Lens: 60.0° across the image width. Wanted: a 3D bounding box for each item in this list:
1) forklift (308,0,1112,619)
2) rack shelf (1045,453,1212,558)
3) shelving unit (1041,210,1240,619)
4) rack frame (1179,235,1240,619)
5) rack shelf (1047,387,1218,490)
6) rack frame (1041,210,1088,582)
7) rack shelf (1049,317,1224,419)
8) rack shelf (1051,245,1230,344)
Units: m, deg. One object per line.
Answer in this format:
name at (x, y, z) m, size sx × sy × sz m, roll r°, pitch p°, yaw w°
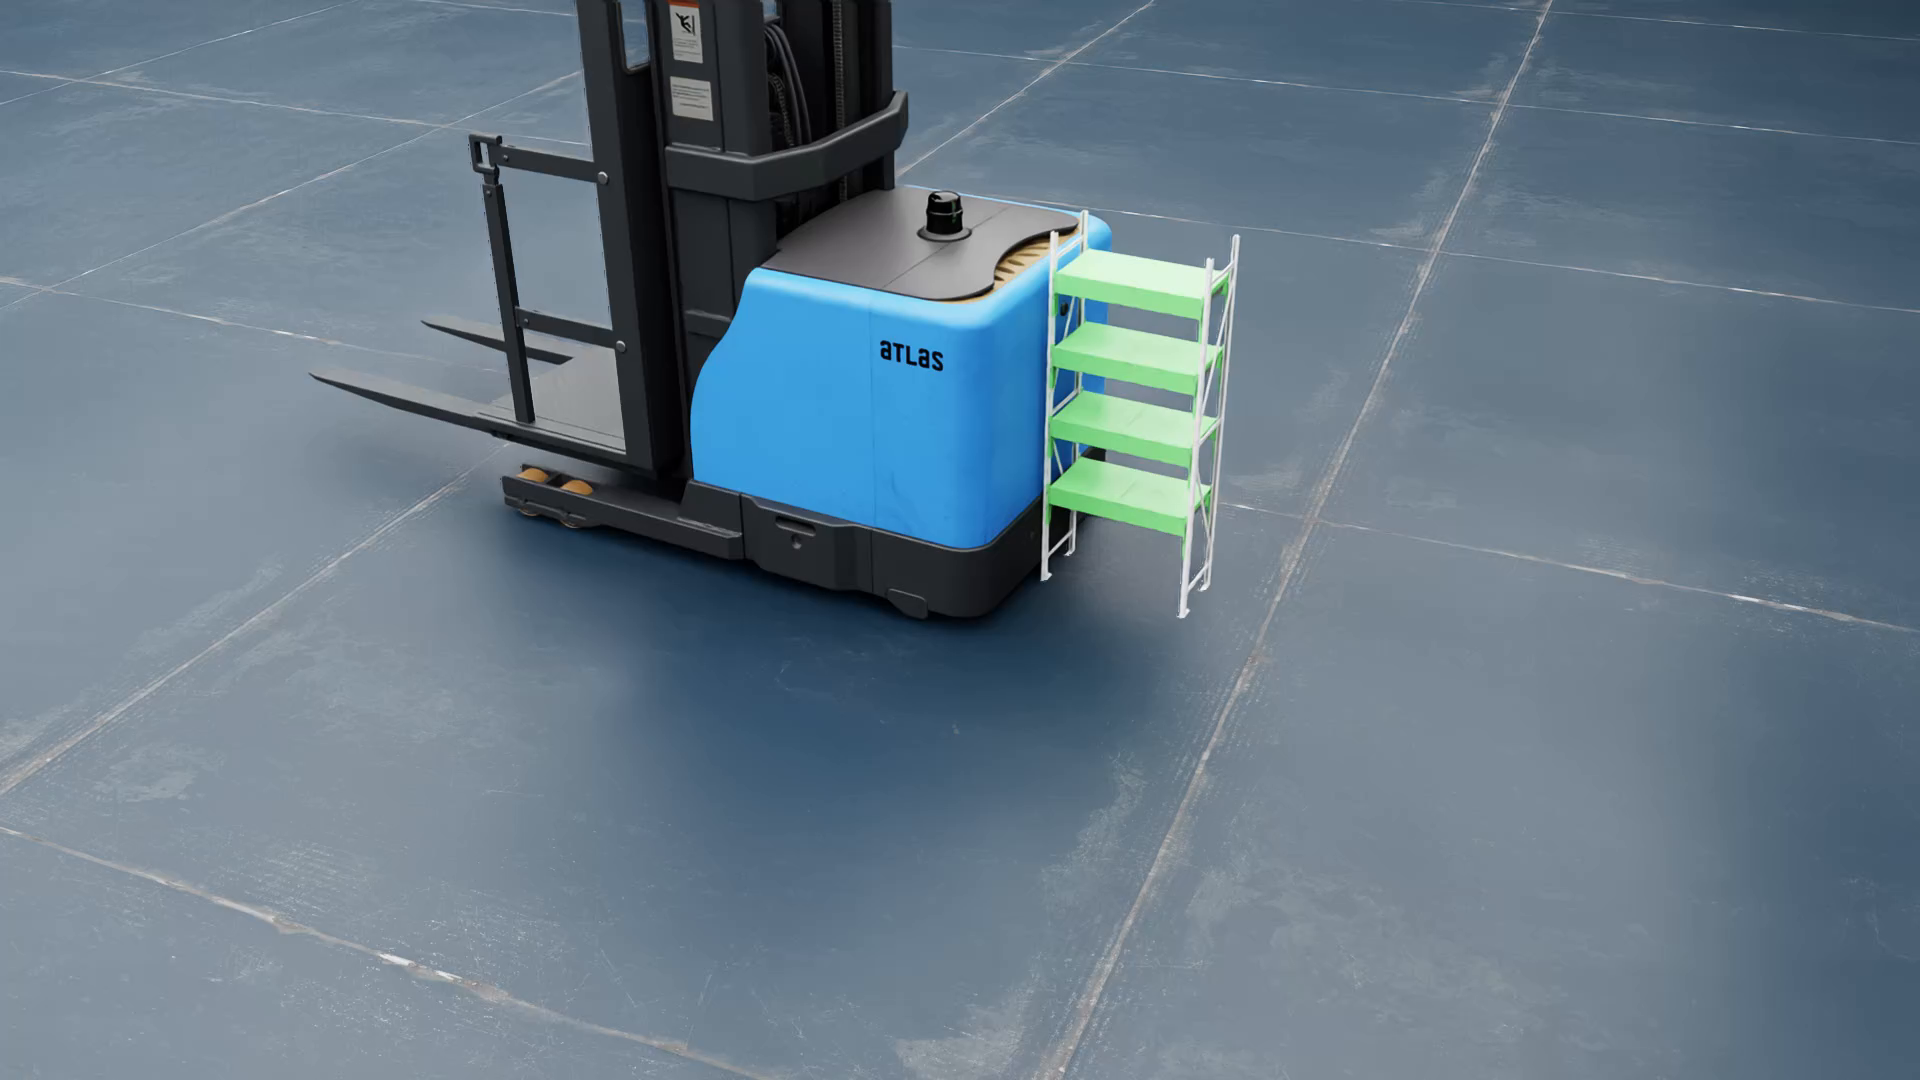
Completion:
forklift at (-1.035, -1.529, 5.476) m, size 3.031 × 2.935 × 1.130 m, roll 15°, pitch 33°, yaw 24°
rack shelf at (0.546, -0.115, 5.352) m, size 0.480 × 0.148 × 0.258 m, roll 15°, pitch 33°, yaw 24°
shelving unit at (0.546, -0.380, 5.203) m, size 0.503 × 1.200 × 0.258 m, roll 15°, pitch 33°, yaw 24°
rack frame at (0.762, -0.324, 5.103) m, size 0.015 × 1.200 × 0.240 m, roll 15°, pitch 33°, yaw 24°
rack shelf at (0.546, -0.324, 5.234) m, size 0.480 × 0.148 × 0.258 m, roll 15°, pitch 33°, yaw 24°
rack frame at (0.331, -0.436, 5.302) m, size 0.015 × 1.200 × 0.240 m, roll 15°, pitch 33°, yaw 24°
rack shelf at (0.546, -0.533, 5.116) m, size 0.480 × 0.148 × 0.258 m, roll 15°, pitch 33°, yaw 24°
rack shelf at (0.546, -0.742, 4.998) m, size 0.480 × 0.148 × 0.258 m, roll 15°, pitch 33°, yaw 24°
